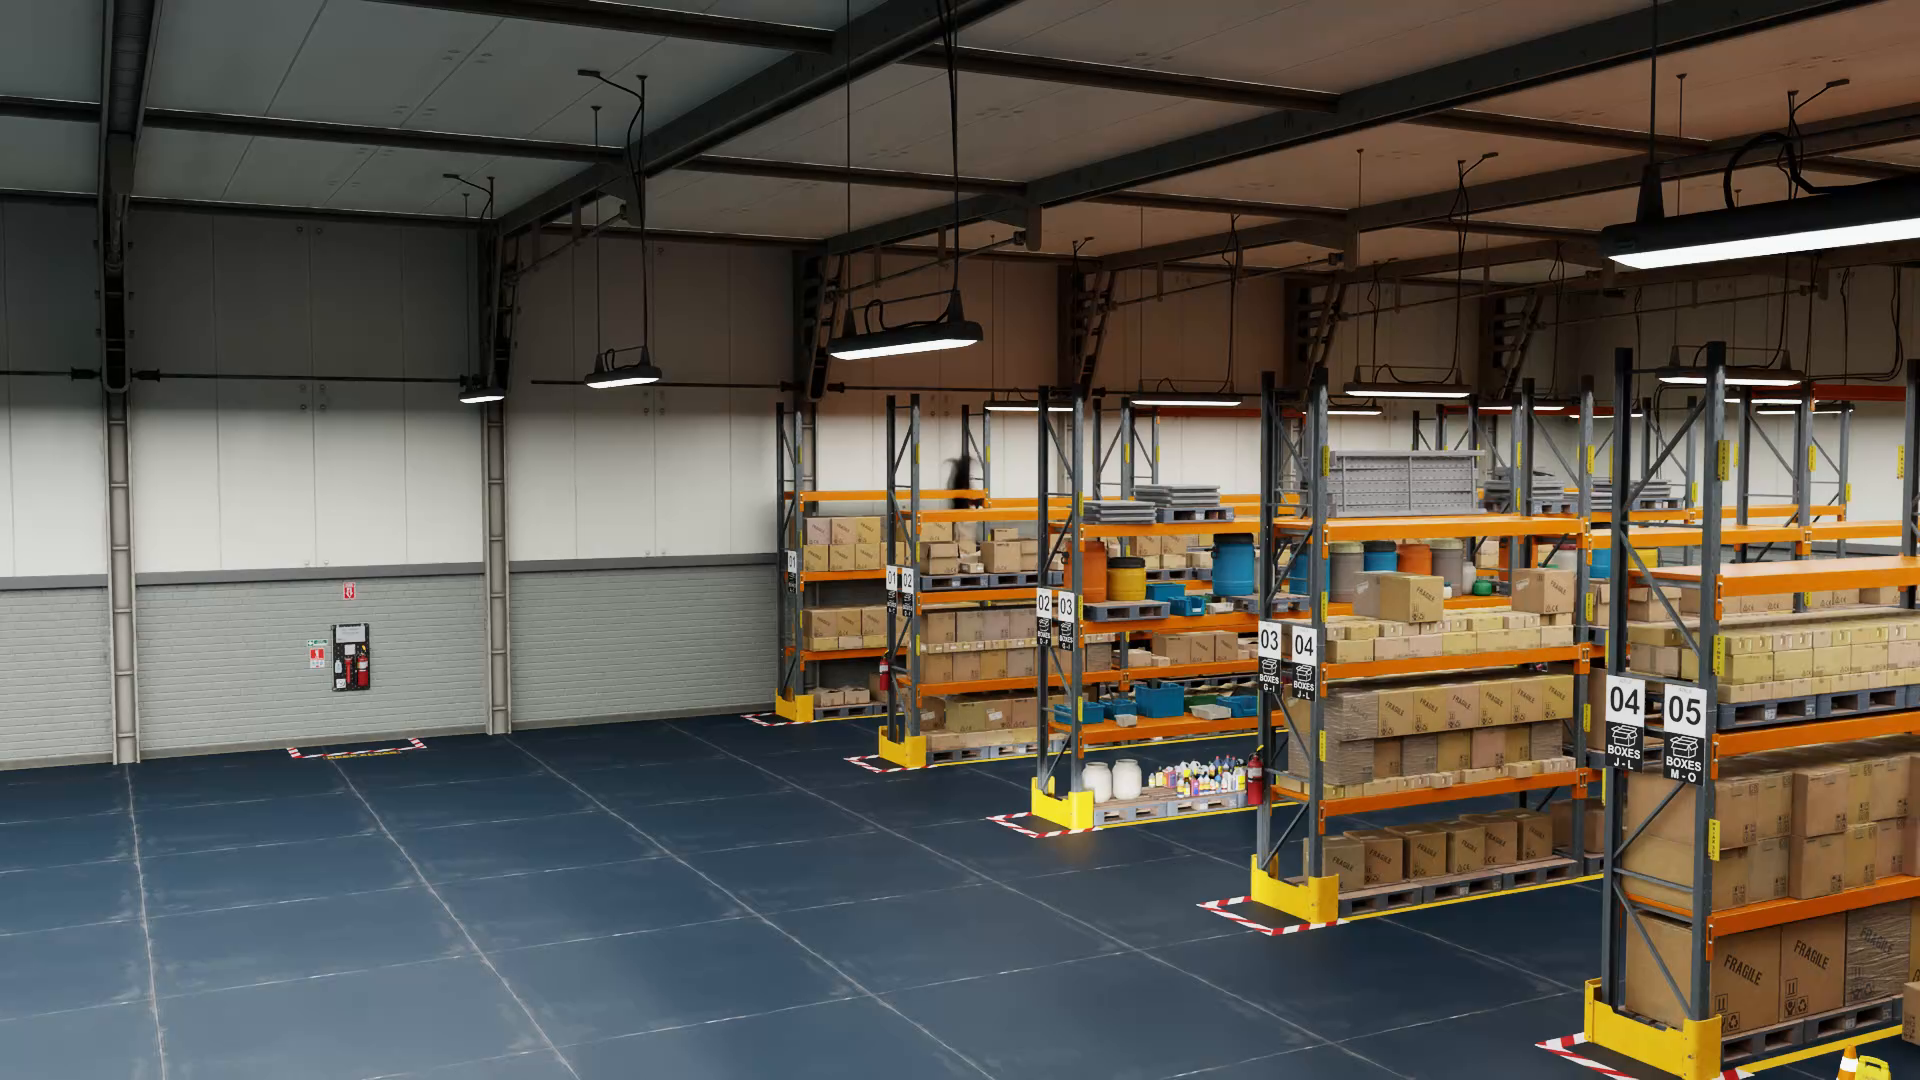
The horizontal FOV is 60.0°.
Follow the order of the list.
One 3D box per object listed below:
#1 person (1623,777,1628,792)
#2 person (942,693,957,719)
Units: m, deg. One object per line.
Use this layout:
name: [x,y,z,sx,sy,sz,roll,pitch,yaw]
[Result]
person: [9.568,3.015,23.476,0.804,1.703,0.464,-2,4,-29]
person: [-0.045,2.702,30.074,0.931,1.368,0.540,-2,4,-27]
